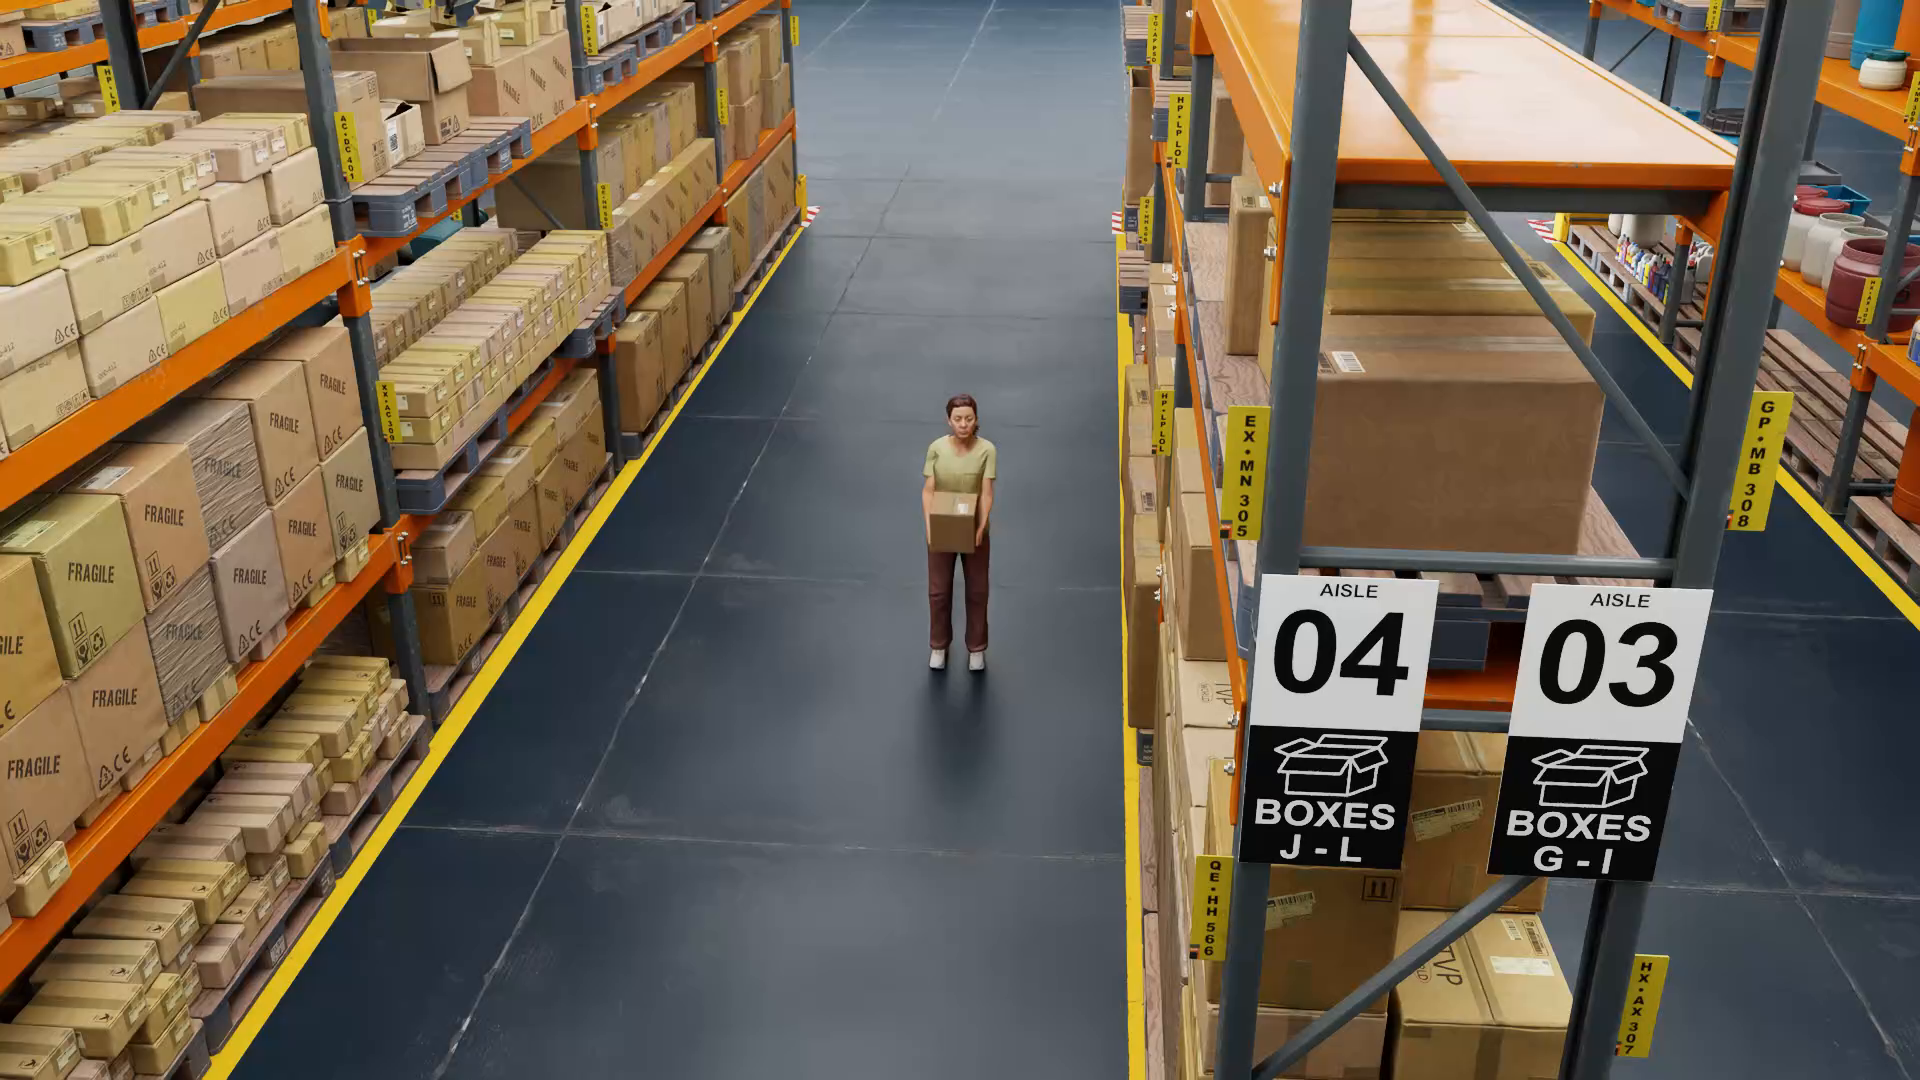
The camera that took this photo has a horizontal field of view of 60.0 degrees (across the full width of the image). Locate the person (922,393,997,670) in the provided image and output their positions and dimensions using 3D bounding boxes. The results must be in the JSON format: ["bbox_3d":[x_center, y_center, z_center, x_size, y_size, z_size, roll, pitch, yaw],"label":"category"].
[{"bbox_3d":[-0.008,-0.015,9.654,0.425,1.664,0.551,2,25,5],"label":"person"}]
